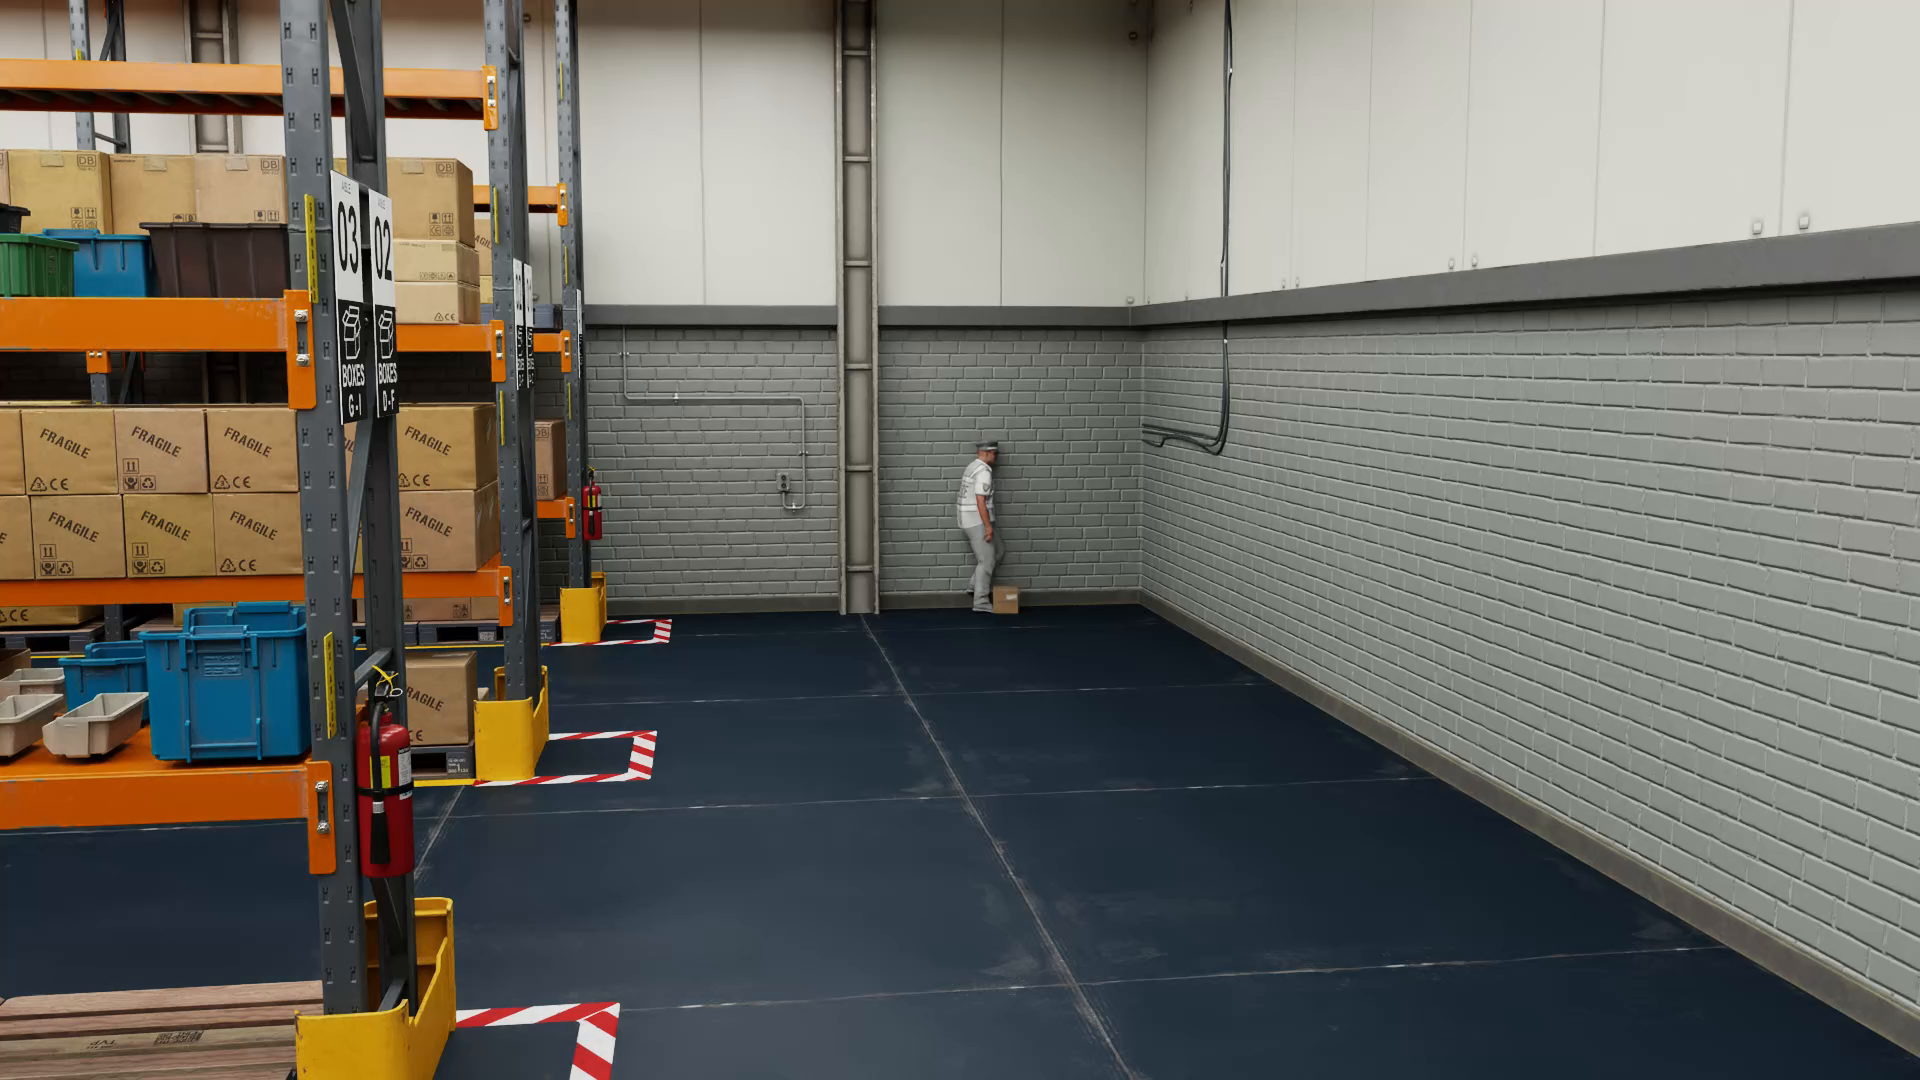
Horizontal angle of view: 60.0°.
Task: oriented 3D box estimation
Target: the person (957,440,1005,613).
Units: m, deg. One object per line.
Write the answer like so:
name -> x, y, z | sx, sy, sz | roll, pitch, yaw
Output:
person -> 0.241, -0.155, 17.057 | 0.524, 1.746, 0.589 | -1, 7, -11
